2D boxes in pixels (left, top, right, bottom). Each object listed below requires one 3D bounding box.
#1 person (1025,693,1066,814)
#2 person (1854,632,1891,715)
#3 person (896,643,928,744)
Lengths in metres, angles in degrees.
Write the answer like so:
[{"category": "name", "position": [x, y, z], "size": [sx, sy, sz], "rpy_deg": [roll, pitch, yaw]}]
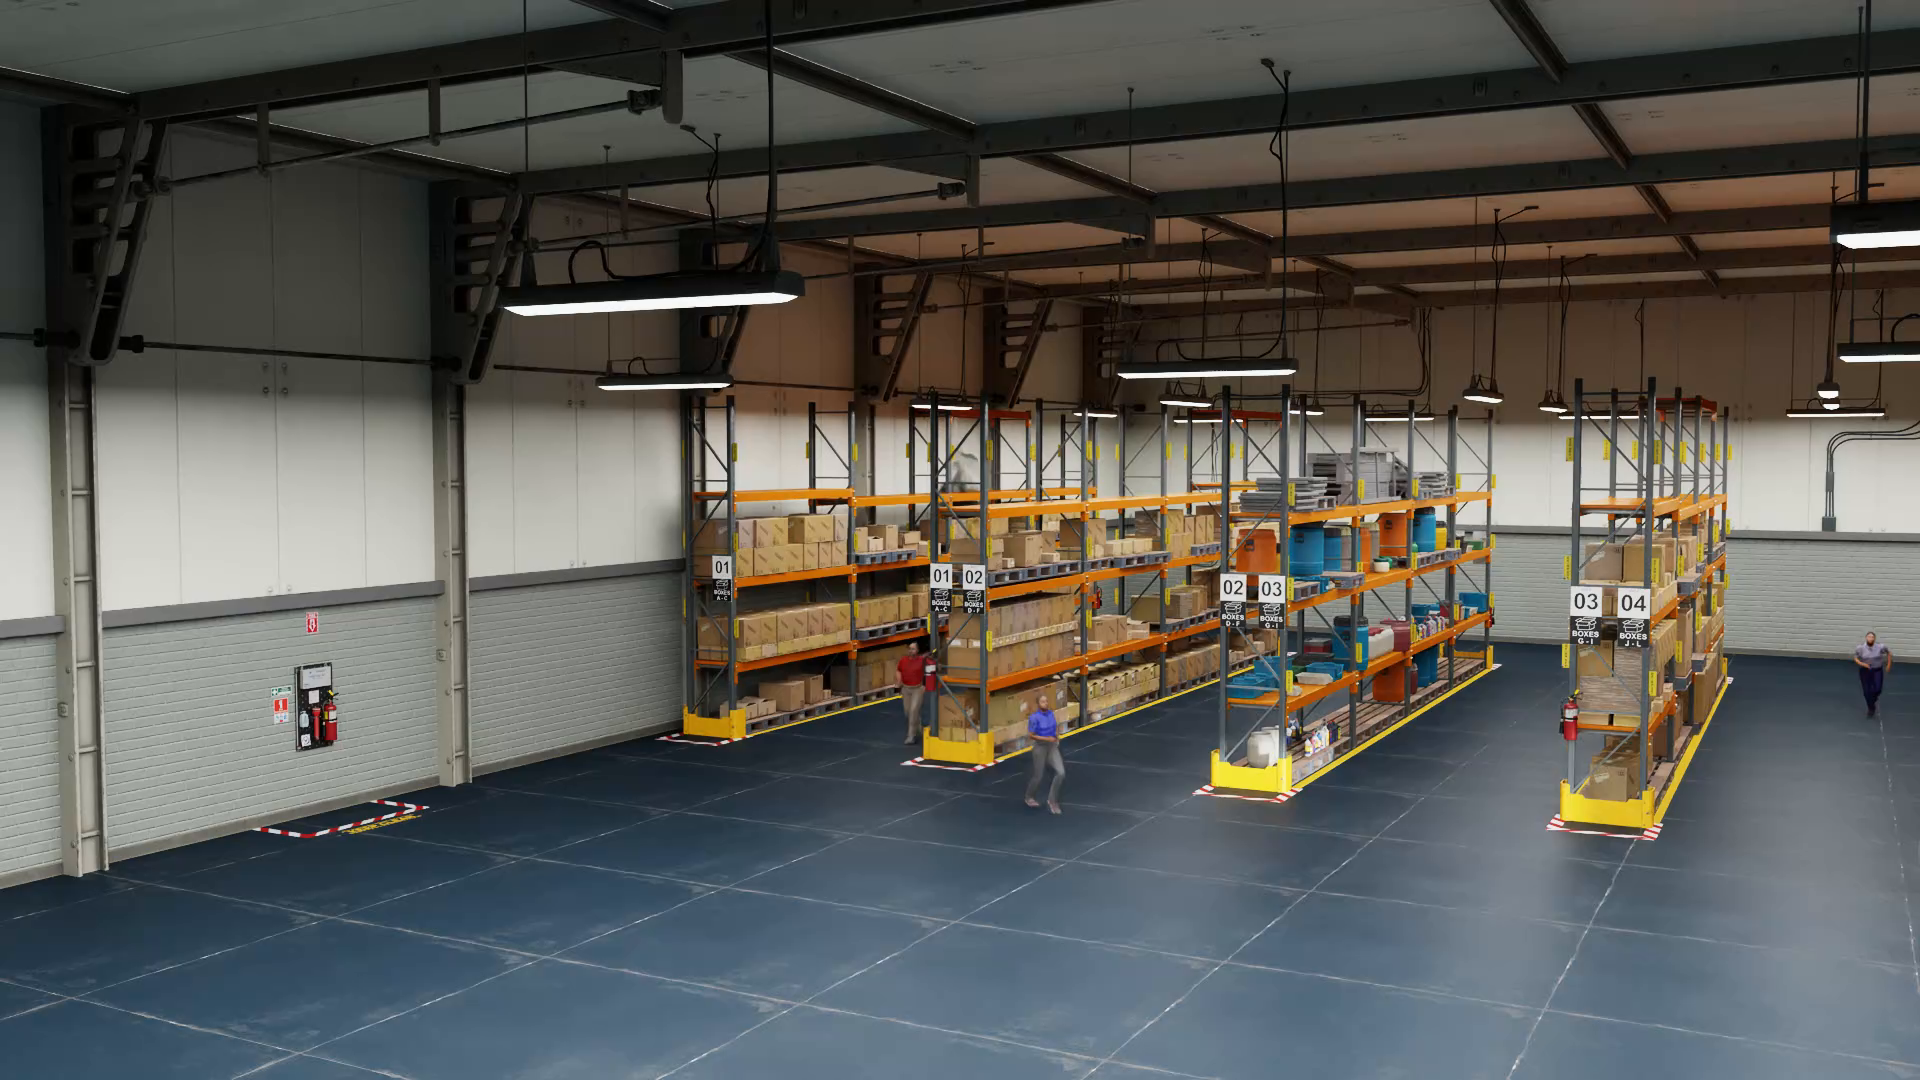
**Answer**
[{"category": "person", "position": [1.192, 2.979, 23.202], "size": [0.581, 1.685, 0.734], "rpy_deg": [-2, 3, -30]}, {"category": "person", "position": [17.405, 2.553, 31.719], "size": [0.645, 1.601, 0.609], "rpy_deg": [1, 3, 25]}, {"category": "person", "position": [-0.800, 2.632, 28.866], "size": [0.670, 1.718, 0.883], "rpy_deg": [1, 3, 22]}]
